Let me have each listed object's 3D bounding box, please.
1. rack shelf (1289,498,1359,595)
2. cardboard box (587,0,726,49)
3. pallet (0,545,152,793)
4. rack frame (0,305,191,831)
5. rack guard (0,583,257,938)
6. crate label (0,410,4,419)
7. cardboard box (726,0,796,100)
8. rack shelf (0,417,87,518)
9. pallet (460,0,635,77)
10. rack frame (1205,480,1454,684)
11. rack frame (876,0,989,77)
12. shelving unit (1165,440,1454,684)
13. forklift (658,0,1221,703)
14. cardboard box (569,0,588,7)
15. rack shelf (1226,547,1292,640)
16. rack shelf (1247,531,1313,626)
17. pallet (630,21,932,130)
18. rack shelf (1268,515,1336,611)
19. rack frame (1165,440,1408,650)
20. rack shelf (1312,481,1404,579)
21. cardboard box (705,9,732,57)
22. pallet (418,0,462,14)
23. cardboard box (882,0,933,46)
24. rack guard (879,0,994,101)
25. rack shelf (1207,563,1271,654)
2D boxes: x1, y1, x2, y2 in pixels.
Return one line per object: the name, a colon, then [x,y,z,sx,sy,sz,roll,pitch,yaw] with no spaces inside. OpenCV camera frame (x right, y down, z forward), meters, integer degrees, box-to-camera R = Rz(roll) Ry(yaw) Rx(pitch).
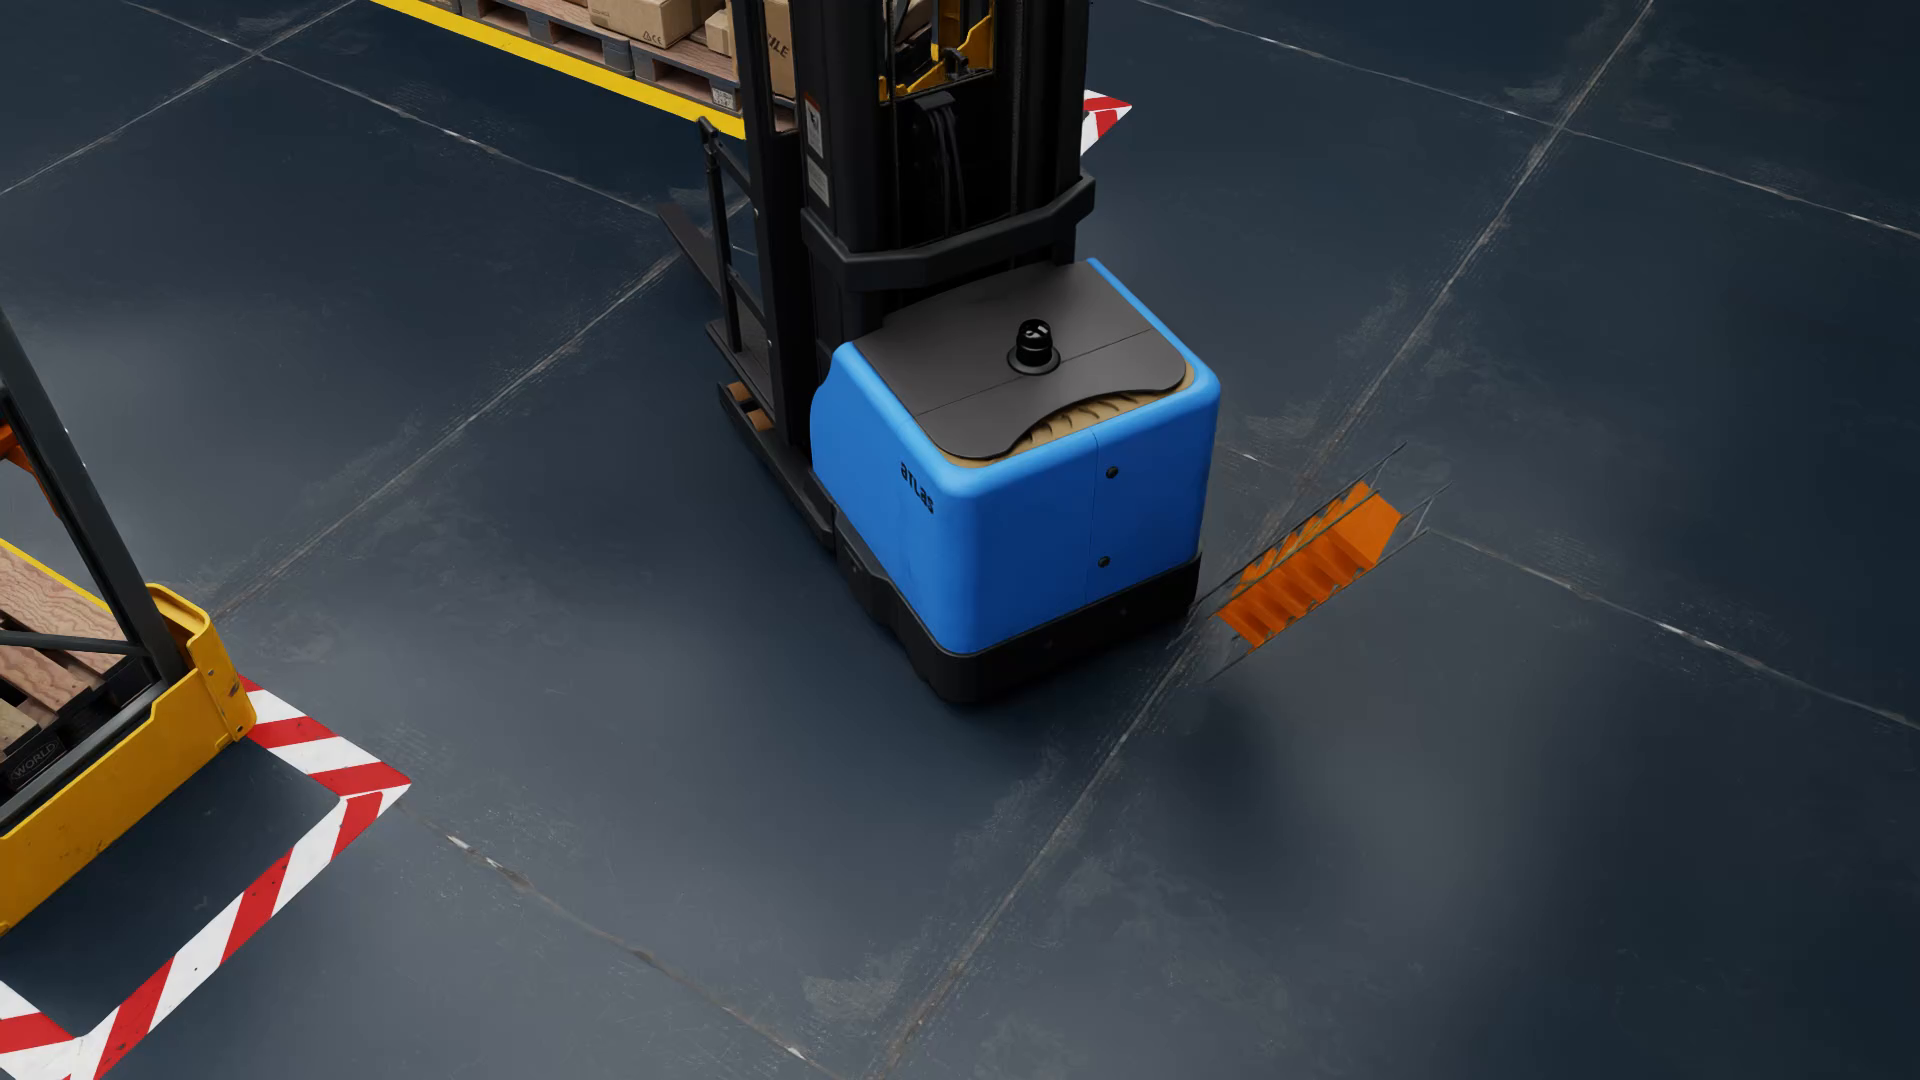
rack shelf: [1.172,0.015,5.196,0.180,0.103,0.258,40,53,-3]
cardboard box: [-1.549,-2.788,8.478,0.500,0.250,0.500,25,51,22]
pallet: [-3.526,0.472,5.644,1.213,0.211,1.003,25,51,22]
rack frame: [-2.853,-0.157,4.311,0.127,3.000,1.000,25,51,22]
rack guard: [-2.825,0.716,5.206,0.348,0.500,1.175,25,51,22]
crate label: [-2.883,-0.414,4.635,0.303,0.233,0.416,25,51,22]
cardboard box: [-0.766,-2.489,8.014,0.500,0.500,0.500,25,51,22]
rack shelf: [-4.536,-0.680,5.321,4.000,0.370,1.077,25,51,22]
pallet: [-1.934,-2.984,9.003,1.213,0.211,1.003,25,51,22]
rack frame: [1.161,0.159,5.356,0.006,1.200,0.240,40,53,-3]
rack frame: [-0.175,-3.145,7.215,0.127,3.000,1.000,25,51,22]
shelving unit: [1.091,0.100,5.352,0.189,1.200,0.258,40,53,-3]
forklift: [-0.312,-1.523,5.687,1.130,2.935,3.031,-22,50,-20]
cardboard box: [-1.958,-3.253,8.754,0.637,0.503,0.797,25,51,22]
rack shelf: [1.022,0.172,5.483,0.180,0.103,0.258,40,53,-3]
rack shelf: [1.072,0.120,5.387,0.180,0.103,0.258,40,53,-3]
pallet: [-0.911,-2.511,8.543,1.213,0.211,1.003,25,51,22]
rack shelf: [1.122,0.067,5.291,0.180,0.103,0.258,40,53,-3]
rack frame: [1.021,0.041,5.348,0.006,1.200,0.240,40,53,-3]
rack shelf: [1.222,-0.037,5.100,0.180,0.103,0.258,40,53,-3]
cardboard box: [-1.058,-2.584,8.339,0.250,0.166,0.380,25,51,22]
pallet: [-2.965,-3.456,9.461,1.213,0.211,1.003,25,51,22]
cardboard box: [-0.342,-2.675,8.439,0.250,0.149,0.380,25,51,22]
rack guard: [-0.239,-2.304,8.140,0.348,0.500,1.175,25,51,22]
rack shelf: [0.972,0.225,5.578,0.180,0.103,0.258,40,53,-3]
